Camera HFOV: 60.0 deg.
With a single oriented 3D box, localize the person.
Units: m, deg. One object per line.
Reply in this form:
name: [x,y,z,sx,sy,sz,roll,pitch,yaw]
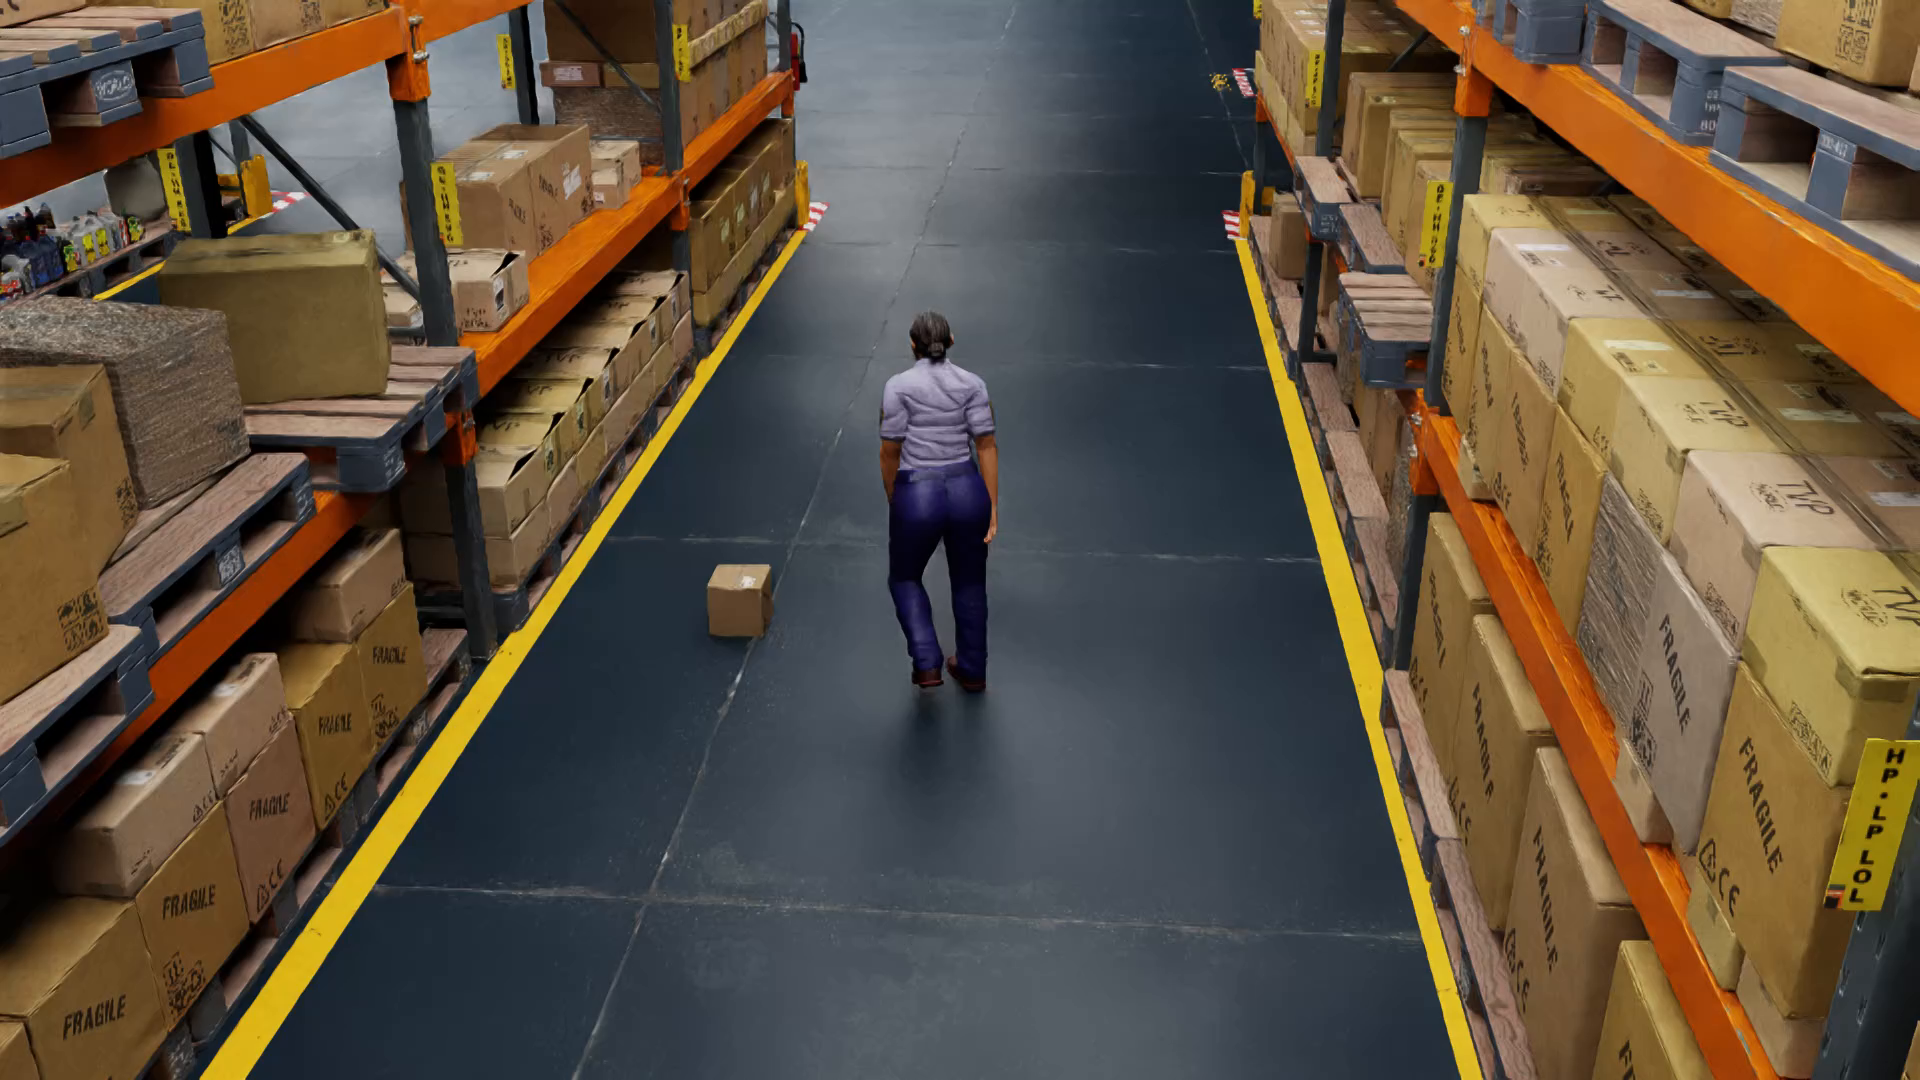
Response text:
person: [-0.077,-0.116,6.906,0.486,1.623,0.608,-7,26,-15]
